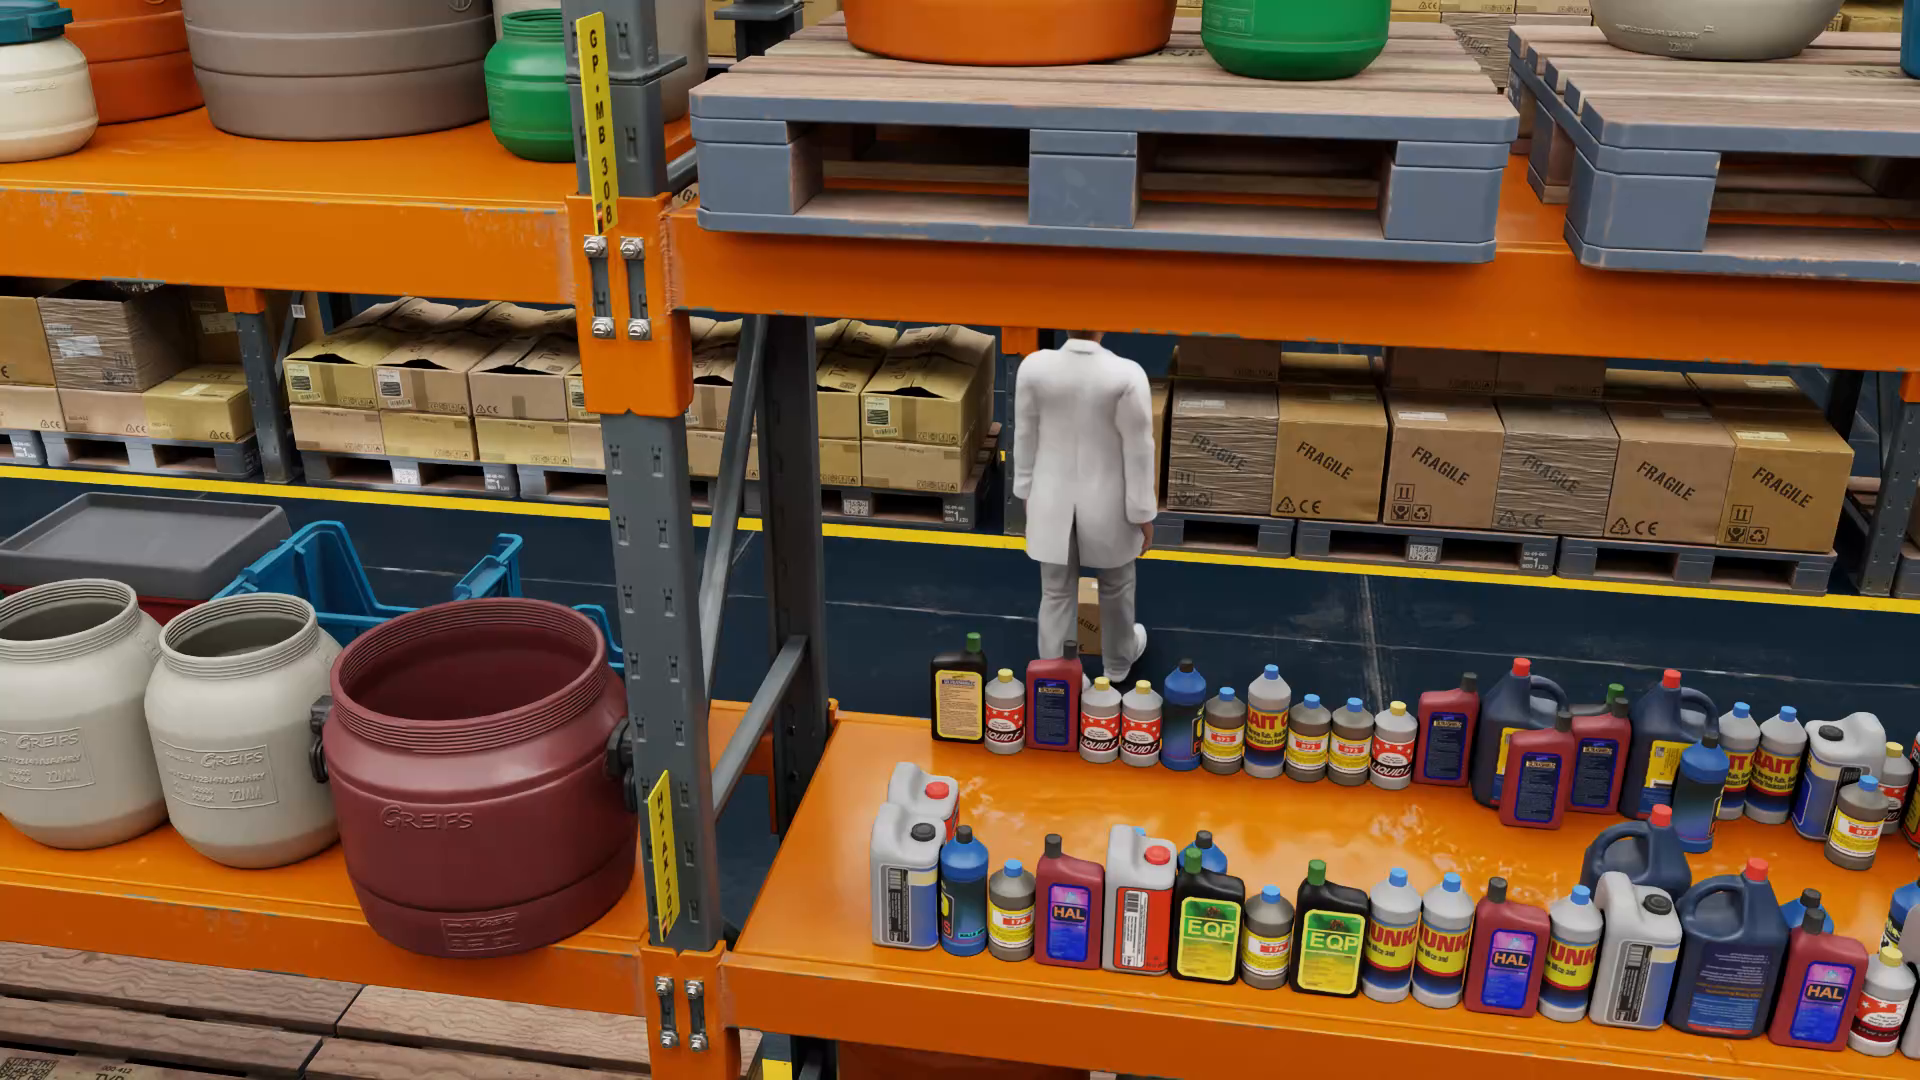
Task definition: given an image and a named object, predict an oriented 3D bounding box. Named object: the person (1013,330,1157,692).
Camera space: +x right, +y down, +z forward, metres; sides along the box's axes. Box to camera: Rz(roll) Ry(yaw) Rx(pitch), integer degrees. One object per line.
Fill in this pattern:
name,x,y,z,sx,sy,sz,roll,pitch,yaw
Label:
person,0.521,-0.203,6.551,0.586,1.766,0.774,6,25,14
